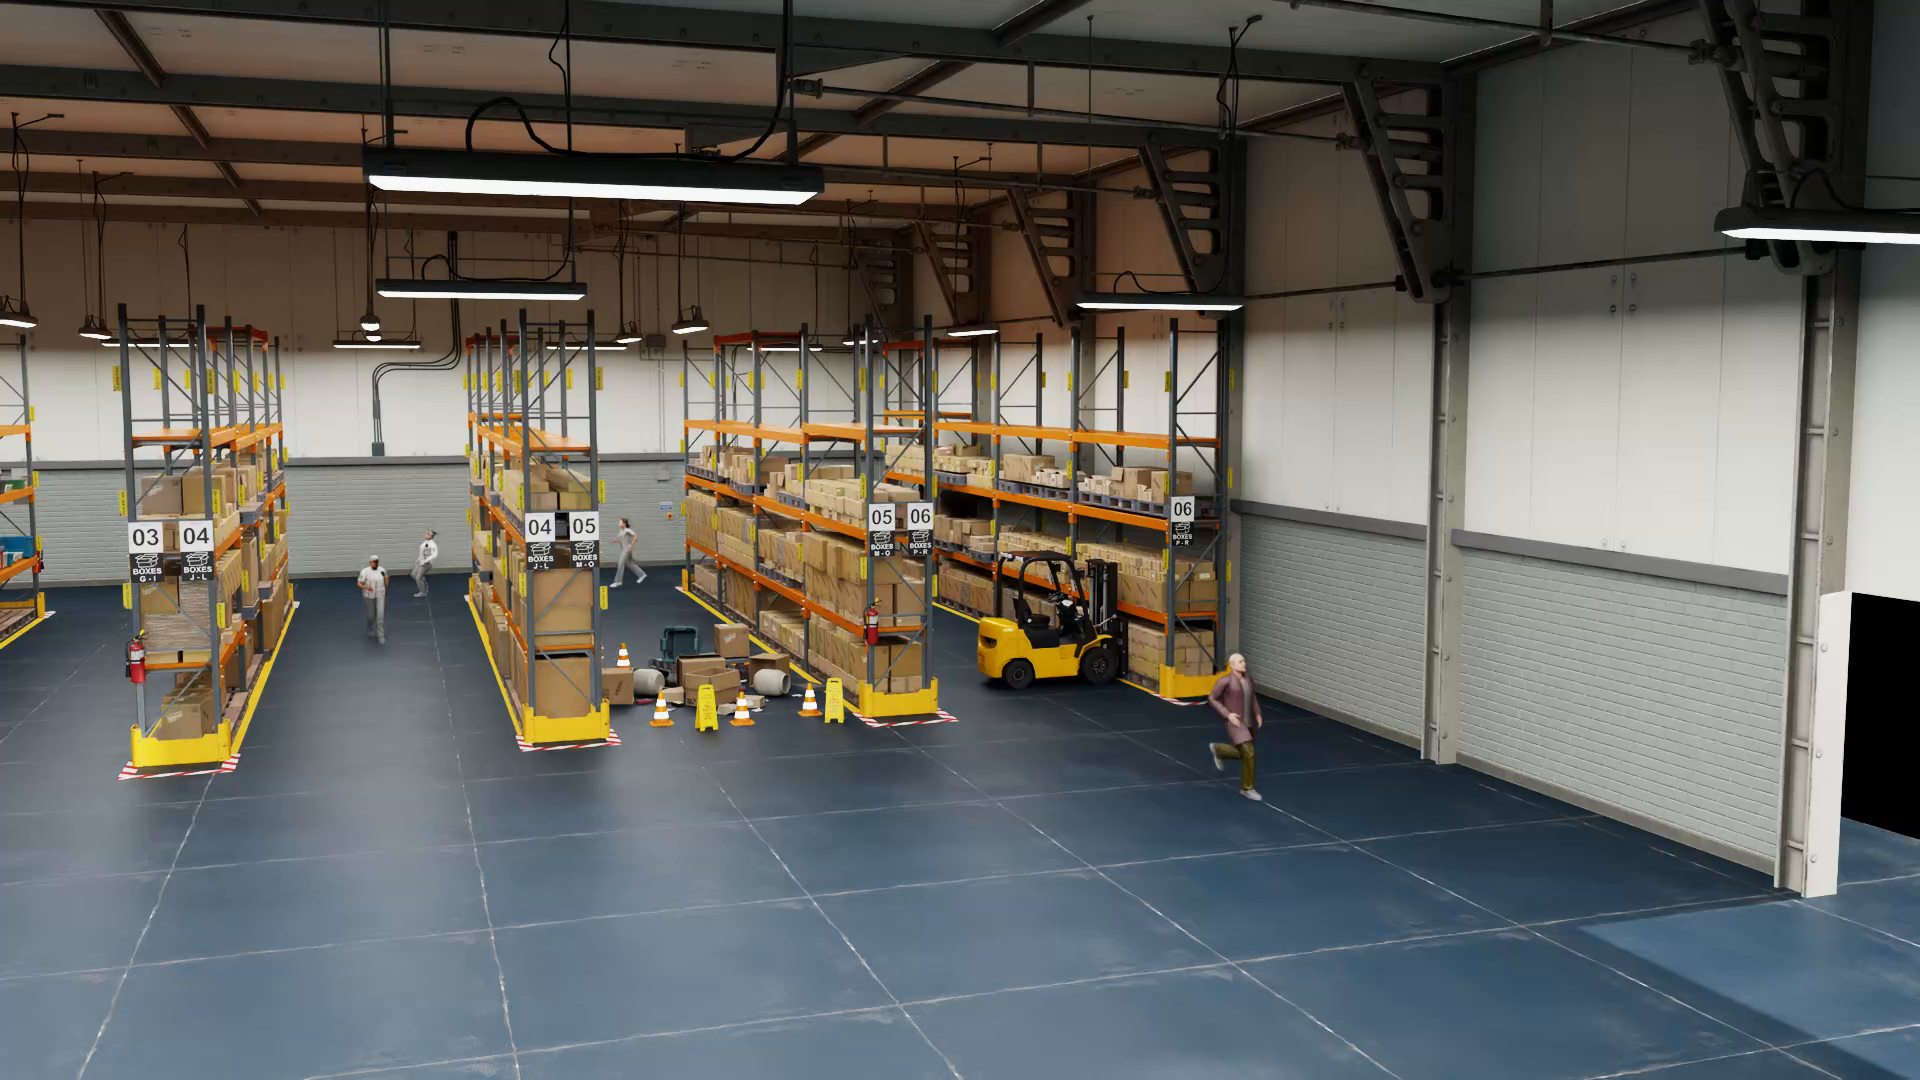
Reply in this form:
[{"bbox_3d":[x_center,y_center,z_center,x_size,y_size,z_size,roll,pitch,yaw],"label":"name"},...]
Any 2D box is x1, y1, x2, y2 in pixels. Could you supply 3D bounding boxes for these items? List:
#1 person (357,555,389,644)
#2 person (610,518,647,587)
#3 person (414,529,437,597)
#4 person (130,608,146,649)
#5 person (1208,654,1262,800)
[{"bbox_3d":[-11.358,1.127,32.201,0.584,1.683,0.868,-3,6,-26],"label":"person"},{"bbox_3d":[-8.147,0.293,40.767,0.970,1.670,0.535,-3,6,-28],"label":"person"},{"bbox_3d":[-12.452,0.525,38.725,0.482,1.607,0.563,-4,7,-39],"label":"person"},{"bbox_3d":[-15.080,1.256,30.774,0.599,1.651,0.560,-3,6,-31],"label":"person"},{"bbox_3d":[3.360,2.244,20.274,0.707,1.740,0.912,-5,7,-42],"label":"person"}]
